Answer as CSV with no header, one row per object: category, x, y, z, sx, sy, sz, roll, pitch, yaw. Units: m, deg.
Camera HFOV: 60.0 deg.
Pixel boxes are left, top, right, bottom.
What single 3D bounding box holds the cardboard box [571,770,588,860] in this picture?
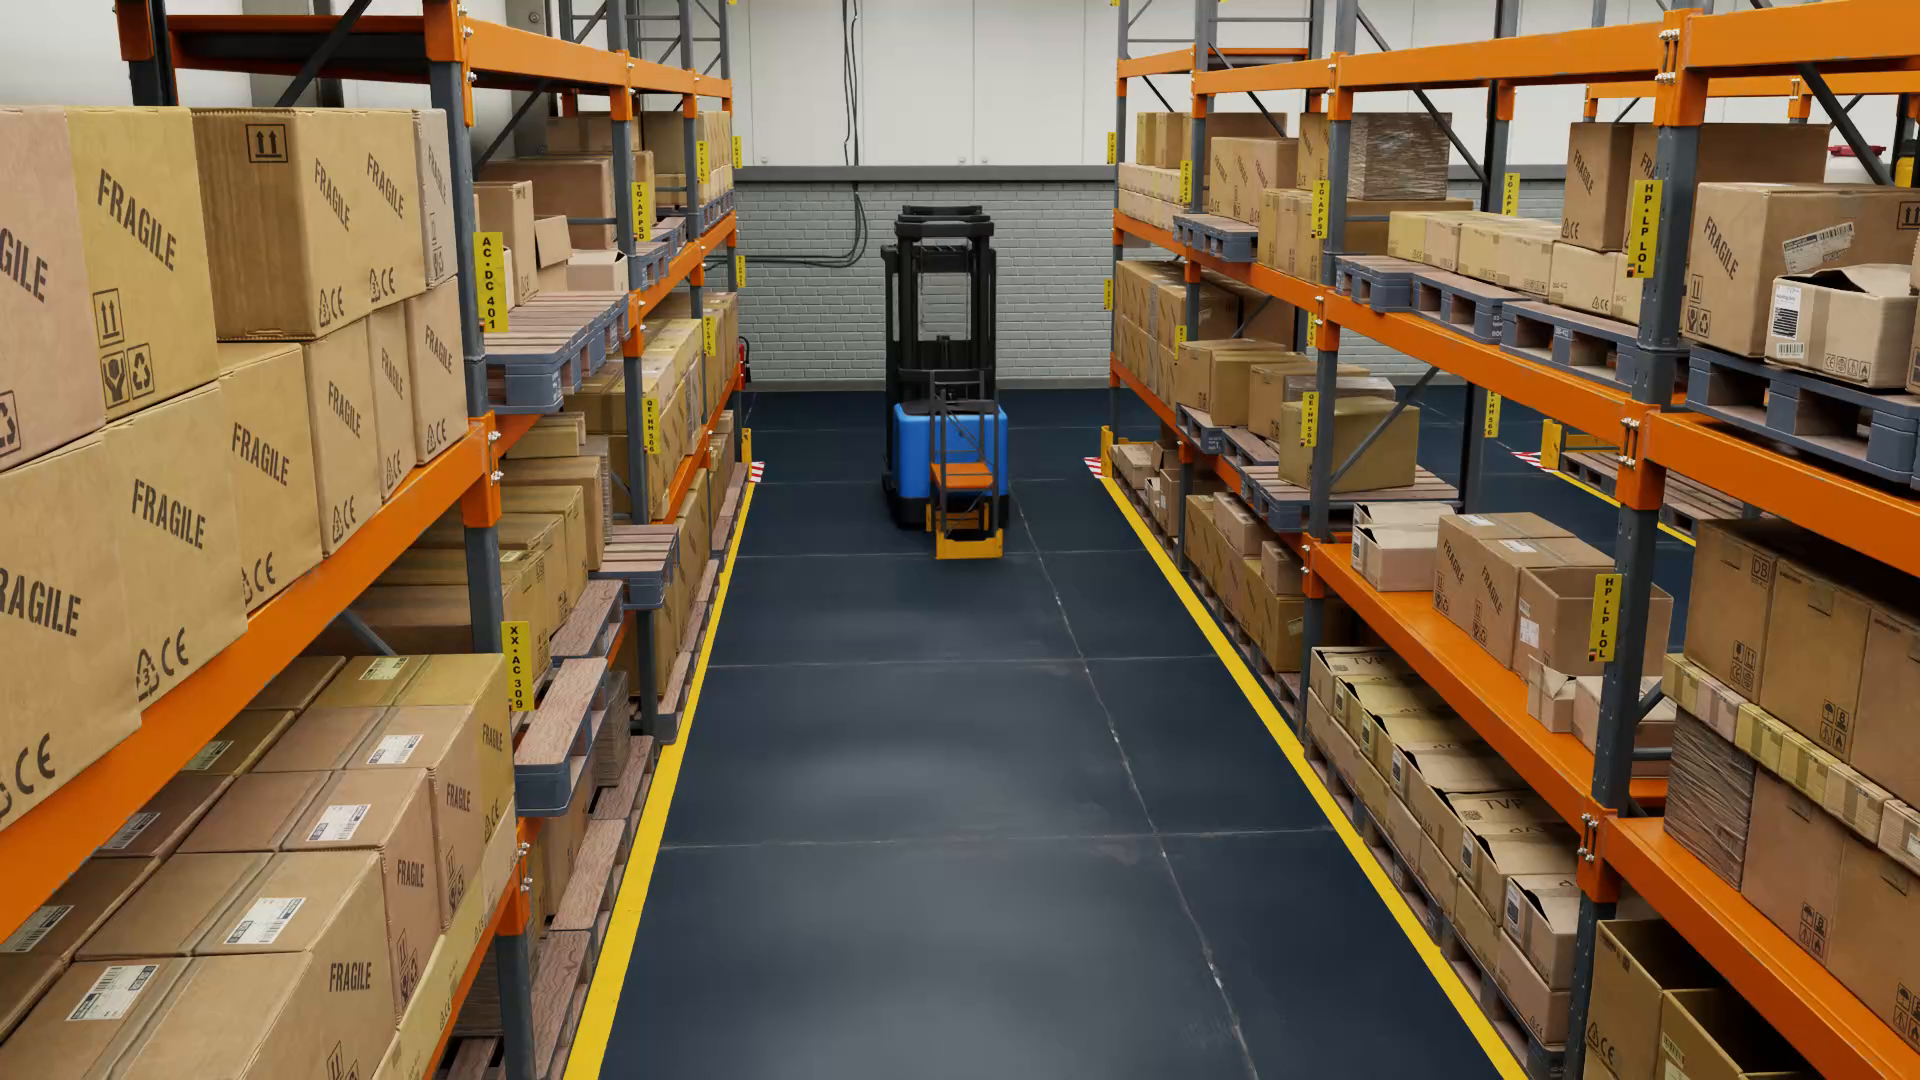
cardboard box,-2.259,1.304,8.297,0.700,0.500,0.500,-1,14,-4

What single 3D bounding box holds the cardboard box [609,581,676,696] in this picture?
cardboard box,-2.245,0.528,10.650,0.750,0.750,0.750,-1,14,-4

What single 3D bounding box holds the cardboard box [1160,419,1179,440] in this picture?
cardboard box,2.398,-1.063,17.496,0.500,0.500,0.500,-1,14,-3

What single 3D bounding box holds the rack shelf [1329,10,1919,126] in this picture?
rack shelf,2.738,-2.068,7.476,1.077,0.370,4.000,-1,14,-3

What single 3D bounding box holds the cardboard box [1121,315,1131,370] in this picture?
cardboard box,1.920,-1.998,16.794,0.500,0.500,0.500,-1,14,-4

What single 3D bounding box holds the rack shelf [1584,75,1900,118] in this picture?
rack shelf,7.186,-4.133,15.502,1.077,0.370,4.000,-1,14,-3

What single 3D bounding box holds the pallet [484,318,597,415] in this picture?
pallet,-2.014,-0.647,6.103,1.213,0.211,1.003,-1,14,-3

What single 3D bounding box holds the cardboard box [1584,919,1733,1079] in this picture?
cardboard box,2.578,1.678,5.881,0.500,0.500,0.500,-1,14,-3

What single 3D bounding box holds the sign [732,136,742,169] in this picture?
sign,-2.283,-3.963,16.994,0.100,0.325,0.005,-1,14,-3

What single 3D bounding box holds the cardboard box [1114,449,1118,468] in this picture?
cardboard box,1.817,-0.861,17.381,0.380,0.166,0.250,-1,14,-3

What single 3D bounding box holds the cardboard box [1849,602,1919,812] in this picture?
cardboard box,2.958,0.476,4.576,0.700,0.500,0.500,-1,14,-3

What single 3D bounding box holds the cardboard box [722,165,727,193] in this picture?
cardboard box,-2.482,-3.439,15.834,0.500,0.250,0.500,-1,14,-6

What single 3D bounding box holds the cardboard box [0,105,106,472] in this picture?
cardboard box,-1.597,-0.356,2.345,0.500,0.500,0.500,-1,14,-4

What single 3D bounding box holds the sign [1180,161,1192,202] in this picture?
sign,1.825,-2.890,13.405,0.100,0.325,0.005,-1,14,-3

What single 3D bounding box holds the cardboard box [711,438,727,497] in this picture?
cardboard box,-2.620,-0.685,16.068,0.700,0.500,0.500,-1,14,-5

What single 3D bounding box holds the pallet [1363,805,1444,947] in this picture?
pallet,2.698,1.656,8.390,1.003,0.211,1.213,-1,14,-3

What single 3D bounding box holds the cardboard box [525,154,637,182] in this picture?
cardboard box,-2.567,-2.350,11.262,0.700,0.500,0.500,-1,14,-3

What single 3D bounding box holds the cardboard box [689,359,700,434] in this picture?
cardboard box,-2.256,-1.084,12.607,0.500,0.500,0.500,-1,14,-3

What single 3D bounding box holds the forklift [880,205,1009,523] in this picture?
forklift,-0.217,-1.895,16.733,1.130,2.935,3.031,-2,15,-6

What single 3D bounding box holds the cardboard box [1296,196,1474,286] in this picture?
cardboard box,2.553,-1.812,10.051,0.910,0.500,0.500,-1,14,-3

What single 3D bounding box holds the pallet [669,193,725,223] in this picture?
pallet,-2.691,-3.036,15.188,1.003,0.211,1.213,-1,14,-3

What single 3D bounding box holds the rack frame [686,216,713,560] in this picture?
rack frame,-2.578,-1.120,13.583,1.000,3.000,0.127,-1,14,-3

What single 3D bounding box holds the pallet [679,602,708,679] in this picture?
pallet,-2.376,0.725,12.007,1.003,0.211,1.213,-1,14,-3

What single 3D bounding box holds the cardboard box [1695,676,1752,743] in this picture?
cardboard box,2.701,0.562,5.543,0.380,0.149,0.250,-1,14,-3

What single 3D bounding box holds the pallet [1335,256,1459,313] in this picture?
pallet,2.745,-1.396,9.016,1.213,0.211,1.003,0,14,-1

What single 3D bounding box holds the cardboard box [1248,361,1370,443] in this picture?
cardboard box,2.537,-1.011,12.115,0.700,0.500,0.500,-5,15,-18

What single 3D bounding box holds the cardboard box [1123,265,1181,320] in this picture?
cardboard box,1.922,-2.480,16.663,0.500,0.500,0.500,-1,14,-3

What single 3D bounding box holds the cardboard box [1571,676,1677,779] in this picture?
cardboard box,2.788,0.743,6.643,0.500,0.250,0.500,0,14,0

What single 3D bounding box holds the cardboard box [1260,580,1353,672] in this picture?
cardboard box,2.322,0.566,11.164,0.500,0.500,0.500,0,14,-1

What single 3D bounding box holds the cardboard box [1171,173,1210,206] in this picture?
cardboard box,2.065,-2.936,13.920,0.500,0.250,0.500,-1,14,-3

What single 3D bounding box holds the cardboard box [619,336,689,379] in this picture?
cardboard box,-2.240,-1.319,12.013,0.500,0.250,0.500,-1,14,-2

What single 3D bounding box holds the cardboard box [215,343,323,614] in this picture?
cardboard box,-1.694,-0.129,3.472,0.500,0.500,0.500,0,14,0

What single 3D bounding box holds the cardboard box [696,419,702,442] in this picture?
cardboard box,-2.235,-0.866,13.059,0.380,0.149,0.250,-1,14,-2

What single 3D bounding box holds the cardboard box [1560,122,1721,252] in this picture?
cardboard box,2.804,-1.450,6.797,0.500,0.500,0.500,1,14,2

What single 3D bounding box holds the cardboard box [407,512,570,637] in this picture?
cardboard box,-2.179,0.179,7.452,0.700,0.500,0.500,1,14,4

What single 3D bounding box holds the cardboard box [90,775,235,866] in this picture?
cardboard box,-2.208,0.942,4.323,0.500,0.500,0.500,0,14,-2

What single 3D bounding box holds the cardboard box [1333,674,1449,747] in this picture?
cardboard box,2.394,0.920,9.206,0.500,0.311,0.500,-1,14,-5

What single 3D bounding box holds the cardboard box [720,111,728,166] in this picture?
cardboard box,-2.488,-3.807,15.760,0.500,0.500,0.500,0,14,-2

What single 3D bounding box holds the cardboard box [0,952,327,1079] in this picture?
cardboard box,-1.610,1.189,3.364,0.500,0.500,0.500,-1,14,-5

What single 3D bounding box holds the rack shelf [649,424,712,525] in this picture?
rack shelf,-2.454,-0.274,11.739,1.077,0.370,4.000,-1,14,-3

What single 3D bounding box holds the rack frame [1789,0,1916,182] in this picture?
rack frame,7.310,-4.178,13.430,1.000,3.000,0.127,-1,14,-3

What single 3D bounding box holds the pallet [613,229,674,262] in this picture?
pallet,-2.495,-1.924,11.066,1.003,0.211,1.213,0,14,-1

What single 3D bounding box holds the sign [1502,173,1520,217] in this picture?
sign,3.168,-1.950,9.594,0.100,0.325,0.005,-1,14,-3

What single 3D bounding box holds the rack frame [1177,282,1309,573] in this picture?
rack frame,2.366,-1.197,13.883,1.000,3.000,0.127,-1,14,-3

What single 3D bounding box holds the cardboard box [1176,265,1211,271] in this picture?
cardboard box,2.452,-2.493,16.711,0.500,0.500,0.500,0,14,-2

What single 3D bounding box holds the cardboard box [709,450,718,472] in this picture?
cardboard box,-2.361,-0.702,14.832,0.380,0.149,0.250,0,14,-2

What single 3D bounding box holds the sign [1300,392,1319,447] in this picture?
sign,2.073,-0.714,9.841,0.100,0.325,0.005,-1,14,-3

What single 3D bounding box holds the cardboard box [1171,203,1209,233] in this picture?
cardboard box,2.070,-2.694,13.982,0.500,0.250,0.500,-1,14,-3

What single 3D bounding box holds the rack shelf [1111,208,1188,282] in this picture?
rack shelf,2.242,-2.799,15.533,1.077,0.370,4.000,-1,14,-3

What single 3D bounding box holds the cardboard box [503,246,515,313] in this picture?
cardboard box,-2.075,-1.034,6.563,0.500,0.311,0.500,0,14,-2

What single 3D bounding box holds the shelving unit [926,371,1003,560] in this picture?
shelving unit,0.028,-0.693,14.932,0.587,1.500,1.083,-2,15,-6

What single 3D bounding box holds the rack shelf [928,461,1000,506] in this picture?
rack shelf,0.029,-0.516,14.968,0.538,0.185,1.000,-2,15,-6

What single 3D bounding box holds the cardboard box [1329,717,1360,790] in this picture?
cardboard box,2.385,1.186,9.298,0.500,0.250,0.500,-1,14,-5
